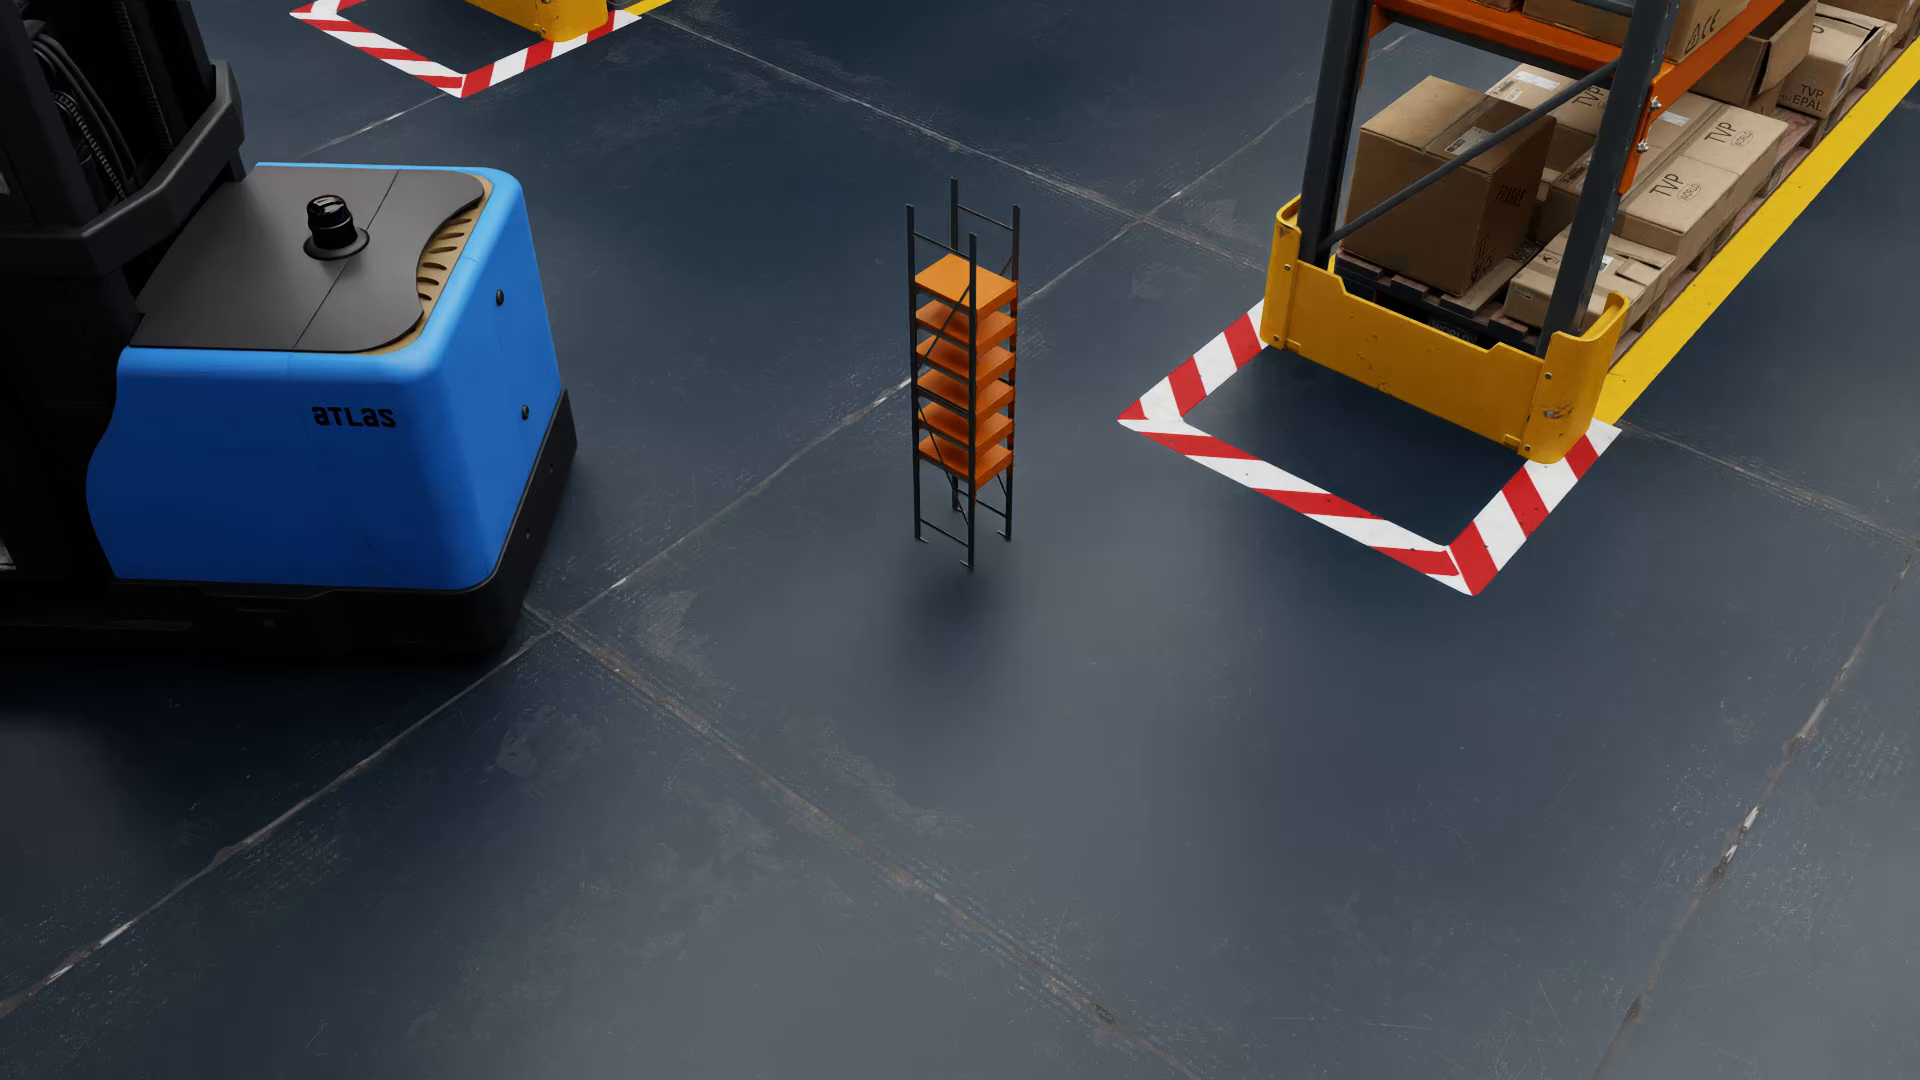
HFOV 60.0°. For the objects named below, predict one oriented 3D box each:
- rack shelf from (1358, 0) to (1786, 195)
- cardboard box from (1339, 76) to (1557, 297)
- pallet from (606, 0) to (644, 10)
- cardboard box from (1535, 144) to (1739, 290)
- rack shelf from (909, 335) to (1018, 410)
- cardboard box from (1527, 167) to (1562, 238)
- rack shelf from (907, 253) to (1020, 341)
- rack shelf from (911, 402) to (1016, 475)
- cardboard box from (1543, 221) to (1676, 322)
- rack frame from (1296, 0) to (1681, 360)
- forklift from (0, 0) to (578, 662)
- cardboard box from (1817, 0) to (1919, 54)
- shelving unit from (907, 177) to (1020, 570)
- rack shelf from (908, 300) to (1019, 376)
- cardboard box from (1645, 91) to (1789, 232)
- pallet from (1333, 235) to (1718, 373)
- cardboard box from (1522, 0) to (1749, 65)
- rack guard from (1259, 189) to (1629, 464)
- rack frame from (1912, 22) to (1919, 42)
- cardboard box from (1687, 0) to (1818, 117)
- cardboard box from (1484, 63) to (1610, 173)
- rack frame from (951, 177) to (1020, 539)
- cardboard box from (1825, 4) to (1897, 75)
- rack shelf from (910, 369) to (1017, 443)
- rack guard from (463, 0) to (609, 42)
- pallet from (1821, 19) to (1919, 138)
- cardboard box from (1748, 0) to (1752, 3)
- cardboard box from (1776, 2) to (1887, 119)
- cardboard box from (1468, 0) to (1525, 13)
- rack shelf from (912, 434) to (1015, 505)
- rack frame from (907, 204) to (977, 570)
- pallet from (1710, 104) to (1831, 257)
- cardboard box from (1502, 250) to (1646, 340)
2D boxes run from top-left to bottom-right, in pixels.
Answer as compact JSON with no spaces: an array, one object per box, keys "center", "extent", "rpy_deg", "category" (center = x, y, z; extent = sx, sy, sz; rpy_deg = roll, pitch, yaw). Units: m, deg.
[{"center":[2.862,-2.410,6.205],"extent":[1.077,0.370,4.000],"rpy_deg":[29,50,28],"category":"rack shelf"},{"center":[1.736,-1.271,5.949],"extent":[0.500,0.500,0.500],"rpy_deg":[29,50,28],"category":"cardboard box"},{"center":[-1.654,-3.169,8.578],"extent":[1.003,0.211,1.213],"rpy_deg":[29,50,28],"category":"pallet"},{"center":[2.463,-1.206,6.064],"extent":[0.500,0.250,0.500],"rpy_deg":[29,50,28],"category":"cardboard box"},{"center":[0.009,-0.507,4.804],"extent":[0.258,0.103,0.180],"rpy_deg":[29,50,28],"category":"rack shelf"},{"center":[2.066,-1.317,6.247],"extent":[0.380,0.166,0.250],"rpy_deg":[29,50,28],"category":"cardboard box"},{"center":[0.009,-0.685,4.642],"extent":[0.258,0.103,0.180],"rpy_deg":[29,50,28],"category":"rack shelf"},{"center":[0.009,-0.330,4.965],"extent":[0.258,0.103,0.180],"rpy_deg":[29,50,28],"category":"rack shelf"},{"center":[2.268,-0.956,5.851],"extent":[0.380,0.166,0.250],"rpy_deg":[29,50,28],"category":"cardboard box"},{"center":[1.575,-1.646,4.831],"extent":[1.000,3.000,0.127],"rpy_deg":[29,50,28],"category":"rack frame"},{"center":[-2.796,-1.105,4.287],"extent":[3.031,2.935,1.130],"rpy_deg":[2,42,2],"category":"forklift"},{"center":[3.999,-2.527,7.331],"extent":[0.500,0.500,0.500],"rpy_deg":[29,50,28],"category":"cardboard box"},{"center":[0.009,-0.451,4.855],"extent":[0.258,1.200,0.189],"rpy_deg":[29,50,28],"category":"shelving unit"},{"center":[0.009,-0.596,4.723],"extent":[0.258,0.103,0.180],"rpy_deg":[29,50,28],"category":"rack shelf"},{"center":[2.785,-1.463,6.347],"extent":[0.500,0.250,0.500],"rpy_deg":[29,50,28],"category":"cardboard box"},{"center":[2.136,-1.064,6.264],"extent":[1.003,0.211,1.213],"rpy_deg":[29,50,28],"category":"pallet"},{"center":[2.062,-1.797,4.923],"extent":[0.500,0.500,0.500],"rpy_deg":[31,50,29],"category":"cardboard box"},{"center":[1.624,-0.760,5.714],"extent":[1.175,0.500,0.348],"rpy_deg":[29,50,28],"category":"rack guard"},{"center":[4.149,-3.706,7.096],"extent":[1.000,3.000,0.127],"rpy_deg":[29,50,28],"category":"rack frame"},{"center":[2.944,-1.975,6.721],"extent":[0.797,0.503,0.637],"rpy_deg":[29,50,28],"category":"cardboard box"},{"center":[2.370,-1.654,6.556],"extent":[0.500,0.250,0.500],"rpy_deg":[29,50,28],"category":"cardboard box"},{"center":[0.068,-0.498,4.906],"extent":[0.240,1.200,0.006],"rpy_deg":[29,50,28],"category":"rack frame"},{"center":[3.804,-2.178,7.208],"extent":[0.380,0.149,0.250],"rpy_deg":[29,50,28],"category":"cardboard box"},{"center":[0.009,-0.418,4.884],"extent":[0.258,0.103,0.180],"rpy_deg":[29,50,28],"category":"rack shelf"},{"center":[-2.220,-2.850,8.012],"extent":[1.175,0.500,0.348],"rpy_deg":[29,50,28],"category":"rack guard"},{"center":[3.706,-2.321,7.645],"extent":[1.003,0.211,1.213],"rpy_deg":[29,50,28],"category":"pallet"},{"center":[2.390,-2.065,5.217],"extent":[0.500,0.500,0.500],"rpy_deg":[29,50,28],"category":"cardboard box"},{"center":[3.517,-2.071,6.970],"extent":[0.500,0.311,0.500],"rpy_deg":[29,50,28],"category":"cardboard box"},{"center":[1.655,-2.031,5.180],"extent":[0.500,0.500,0.500],"rpy_deg":[31,51,30],"category":"cardboard box"},{"center":[0.009,-0.241,5.046],"extent":[0.258,0.103,0.180],"rpy_deg":[29,50,28],"category":"rack shelf"},{"center":[-0.050,-0.404,4.803],"extent":[0.240,1.200,0.006],"rpy_deg":[29,50,28],"category":"rack frame"},{"center":[2.921,-1.690,6.951],"extent":[1.003,0.211,1.213],"rpy_deg":[29,50,28],"category":"pallet"},{"center":[2.107,-0.821,5.715],"extent":[0.380,0.149,0.250],"rpy_deg":[29,50,28],"category":"cardboard box"}]
